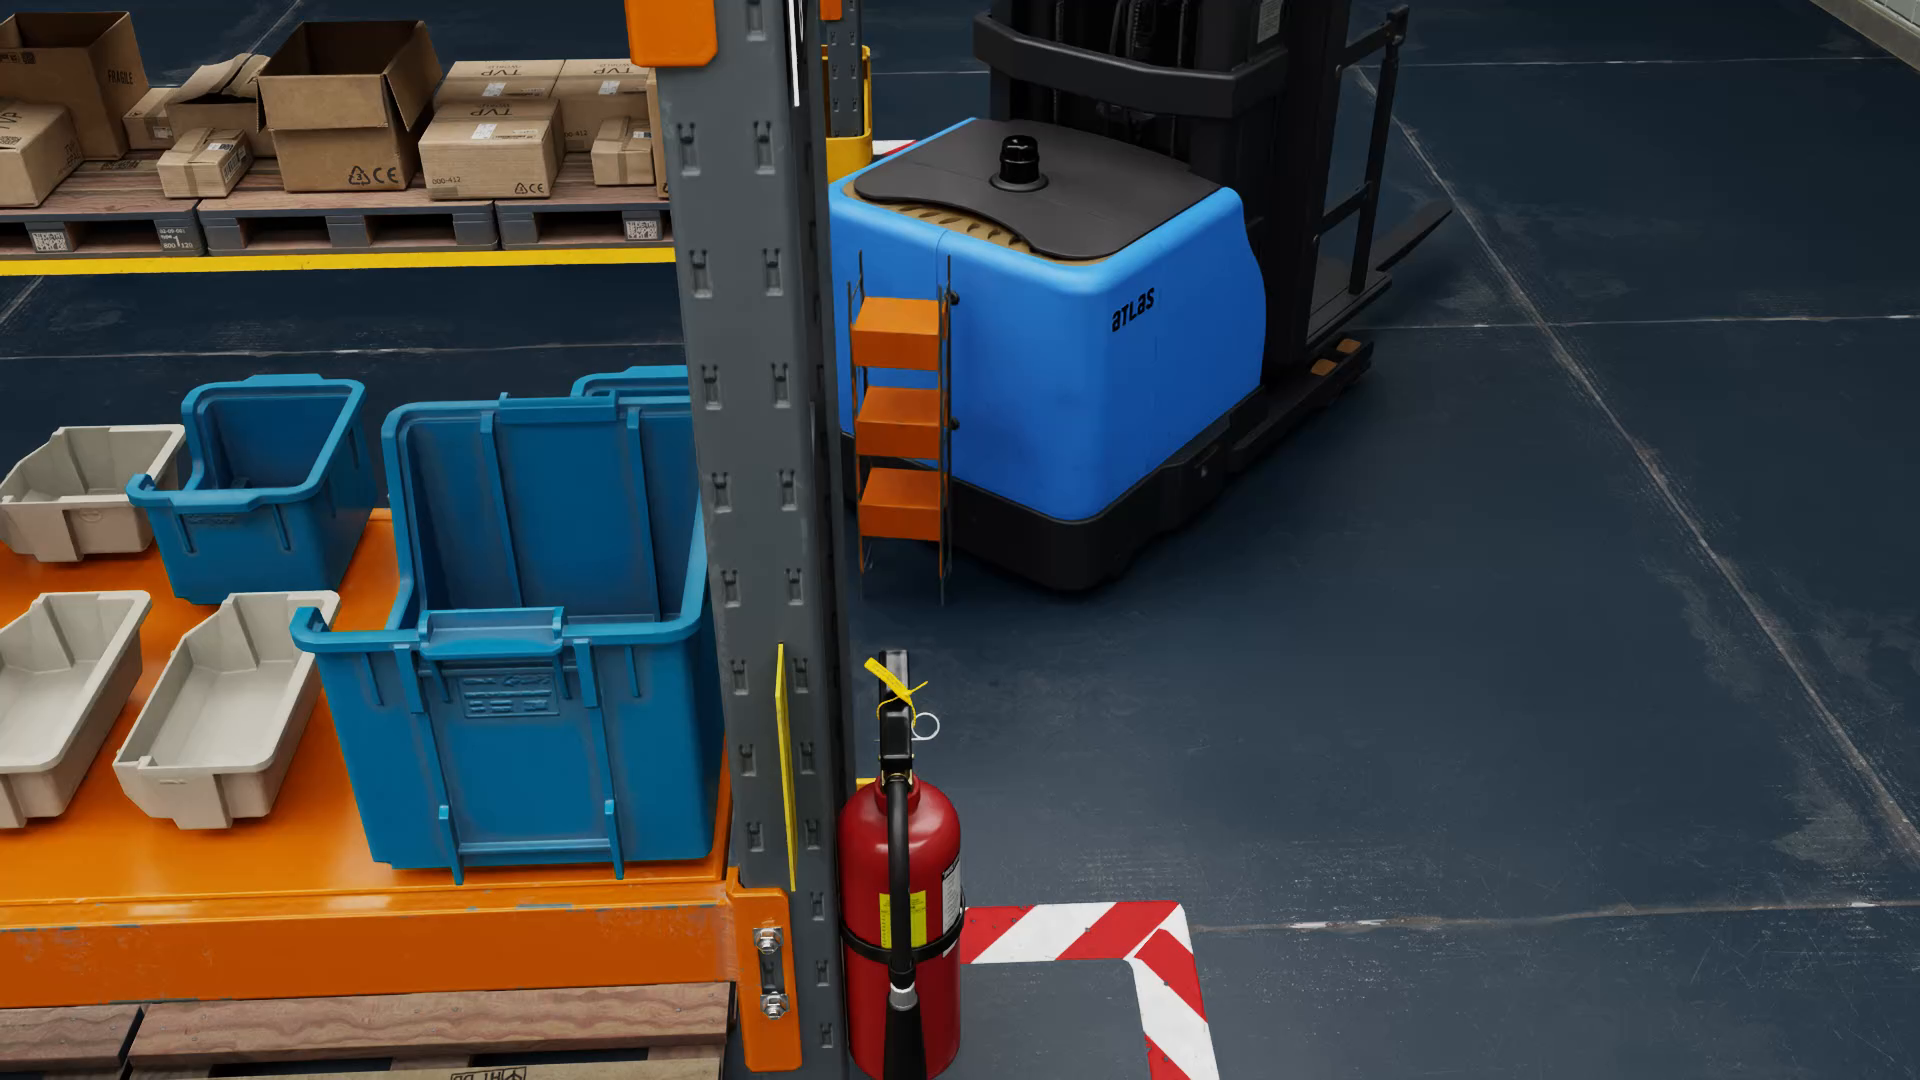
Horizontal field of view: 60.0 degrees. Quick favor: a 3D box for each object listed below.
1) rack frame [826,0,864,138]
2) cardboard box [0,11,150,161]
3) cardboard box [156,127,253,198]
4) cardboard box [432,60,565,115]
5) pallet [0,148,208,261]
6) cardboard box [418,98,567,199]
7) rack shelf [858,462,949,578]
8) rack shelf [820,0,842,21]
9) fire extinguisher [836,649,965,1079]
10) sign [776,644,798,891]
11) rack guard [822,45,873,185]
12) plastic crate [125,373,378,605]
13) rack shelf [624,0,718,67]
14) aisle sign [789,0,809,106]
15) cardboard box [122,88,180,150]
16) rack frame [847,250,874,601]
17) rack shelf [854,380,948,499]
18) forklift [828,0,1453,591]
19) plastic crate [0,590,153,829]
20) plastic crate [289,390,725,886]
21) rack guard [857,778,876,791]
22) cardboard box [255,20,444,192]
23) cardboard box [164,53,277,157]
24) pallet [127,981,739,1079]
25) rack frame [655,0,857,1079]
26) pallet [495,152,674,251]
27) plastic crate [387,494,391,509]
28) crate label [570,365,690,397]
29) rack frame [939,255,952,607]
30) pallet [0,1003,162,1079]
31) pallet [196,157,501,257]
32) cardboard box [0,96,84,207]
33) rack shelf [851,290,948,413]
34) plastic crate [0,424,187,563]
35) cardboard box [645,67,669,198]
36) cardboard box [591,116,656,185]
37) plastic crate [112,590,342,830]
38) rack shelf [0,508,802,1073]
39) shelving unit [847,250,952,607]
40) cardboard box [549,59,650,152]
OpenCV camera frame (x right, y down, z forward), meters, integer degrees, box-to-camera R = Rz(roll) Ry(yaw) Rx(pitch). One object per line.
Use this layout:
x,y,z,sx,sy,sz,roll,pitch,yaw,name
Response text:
-0.487,-2.775,6.624,0.127,3.000,1.000,-2,35,-2,rack frame
-3.926,-1.997,7.310,0.500,0.500,0.500,-2,35,-2,cardboard box
-3.189,-1.601,7.030,0.250,0.166,0.380,-2,35,-2,cardboard box
-2.042,-1.945,7.455,0.500,0.250,0.500,-2,35,-2,cardboard box
-3.796,-1.539,7.288,1.213,0.211,1.003,-2,35,-2,pallet
-1.968,-1.662,7.046,0.500,0.250,0.500,-2,35,-2,cardboard box
-0.162,-0.060,4.922,0.240,0.259,0.215,4,35,6,rack shelf
-2.484,-2.426,6.751,4.000,0.370,1.077,-2,35,-2,rack shelf
-0.084,0.480,2.316,0.183,0.674,0.296,-2,35,-2,fire extinguisher
-0.214,0.286,2.058,0.005,0.325,0.100,-2,35,-2,sign
-0.563,-1.745,7.333,0.348,0.500,1.175,-2,35,-2,rack guard
-1.176,-0.078,2.821,0.300,0.233,0.416,-2,35,-2,plastic crate
-2.254,-0.843,1.829,4.000,0.370,1.077,-2,35,-2,rack shelf
-0.170,-0.864,1.578,0.004,0.787,0.394,-2,35,-2,aisle sign
-3.555,-1.897,7.474,0.250,0.149,0.380,-2,35,-2,cardboard box
-0.283,-0.306,4.770,0.008,1.050,0.200,4,35,6,rack frame
-0.162,-0.289,4.763,0.240,0.259,0.215,4,35,6,rack shelf
0.849,-1.837,5.328,1.130,2.935,3.031,24,41,30,forklift
-1.352,0.249,2.434,0.243,0.136,0.396,-2,35,-2,plastic crate
-0.581,0.116,2.362,0.499,0.435,0.616,-2,35,-2,plastic crate
-0.232,1.060,3.279,0.348,0.500,1.175,-2,35,-2,rack guard
-2.606,-1.875,7.131,0.637,0.503,0.797,-2,35,-2,cardboard box
-3.177,-1.940,7.393,0.500,0.311,0.500,-2,35,-2,cardboard box
-1.081,1.187,3.349,1.213,0.211,1.003,-2,35,-2,pallet
-0.256,0.040,2.556,0.127,3.000,1.000,-2,35,-2,rack frame
-1.359,-1.604,7.383,1.213,0.211,1.003,-2,35,-2,pallet
-0.842,-0.095,2.930,0.298,0.136,0.250,-2,35,-2,plastic crate
-0.518,-0.096,2.847,0.303,0.233,0.416,-2,35,-2,crate label
-0.041,-0.289,4.745,0.008,1.050,0.200,4,35,6,rack frame
-2.297,1.218,3.304,1.213,0.211,1.003,-2,35,-2,pallet
-2.575,-1.573,7.338,1.213,0.211,1.003,-2,35,-2,pallet
-4.053,-1.631,6.947,0.500,0.311,0.500,-2,35,-2,cardboard box
-0.162,-0.522,4.602,0.240,0.259,0.215,4,35,6,rack shelf
-1.520,-0.076,2.904,0.298,0.136,0.250,-2,35,-2,plastic crate
-1.018,-1.774,6.987,0.500,0.500,0.500,-2,35,-2,cardboard box
-1.427,-1.677,7.140,0.250,0.166,0.380,-2,35,-2,cardboard box
-1.062,0.249,2.433,0.243,0.136,0.396,-2,35,-2,plastic crate
-2.254,0.390,2.683,4.000,0.370,1.077,-2,35,-2,rack shelf
-0.162,-0.298,4.757,0.252,1.050,0.215,4,35,6,shelving unit
-1.543,-1.959,7.474,0.500,0.250,0.500,-2,35,-2,cardboard box
